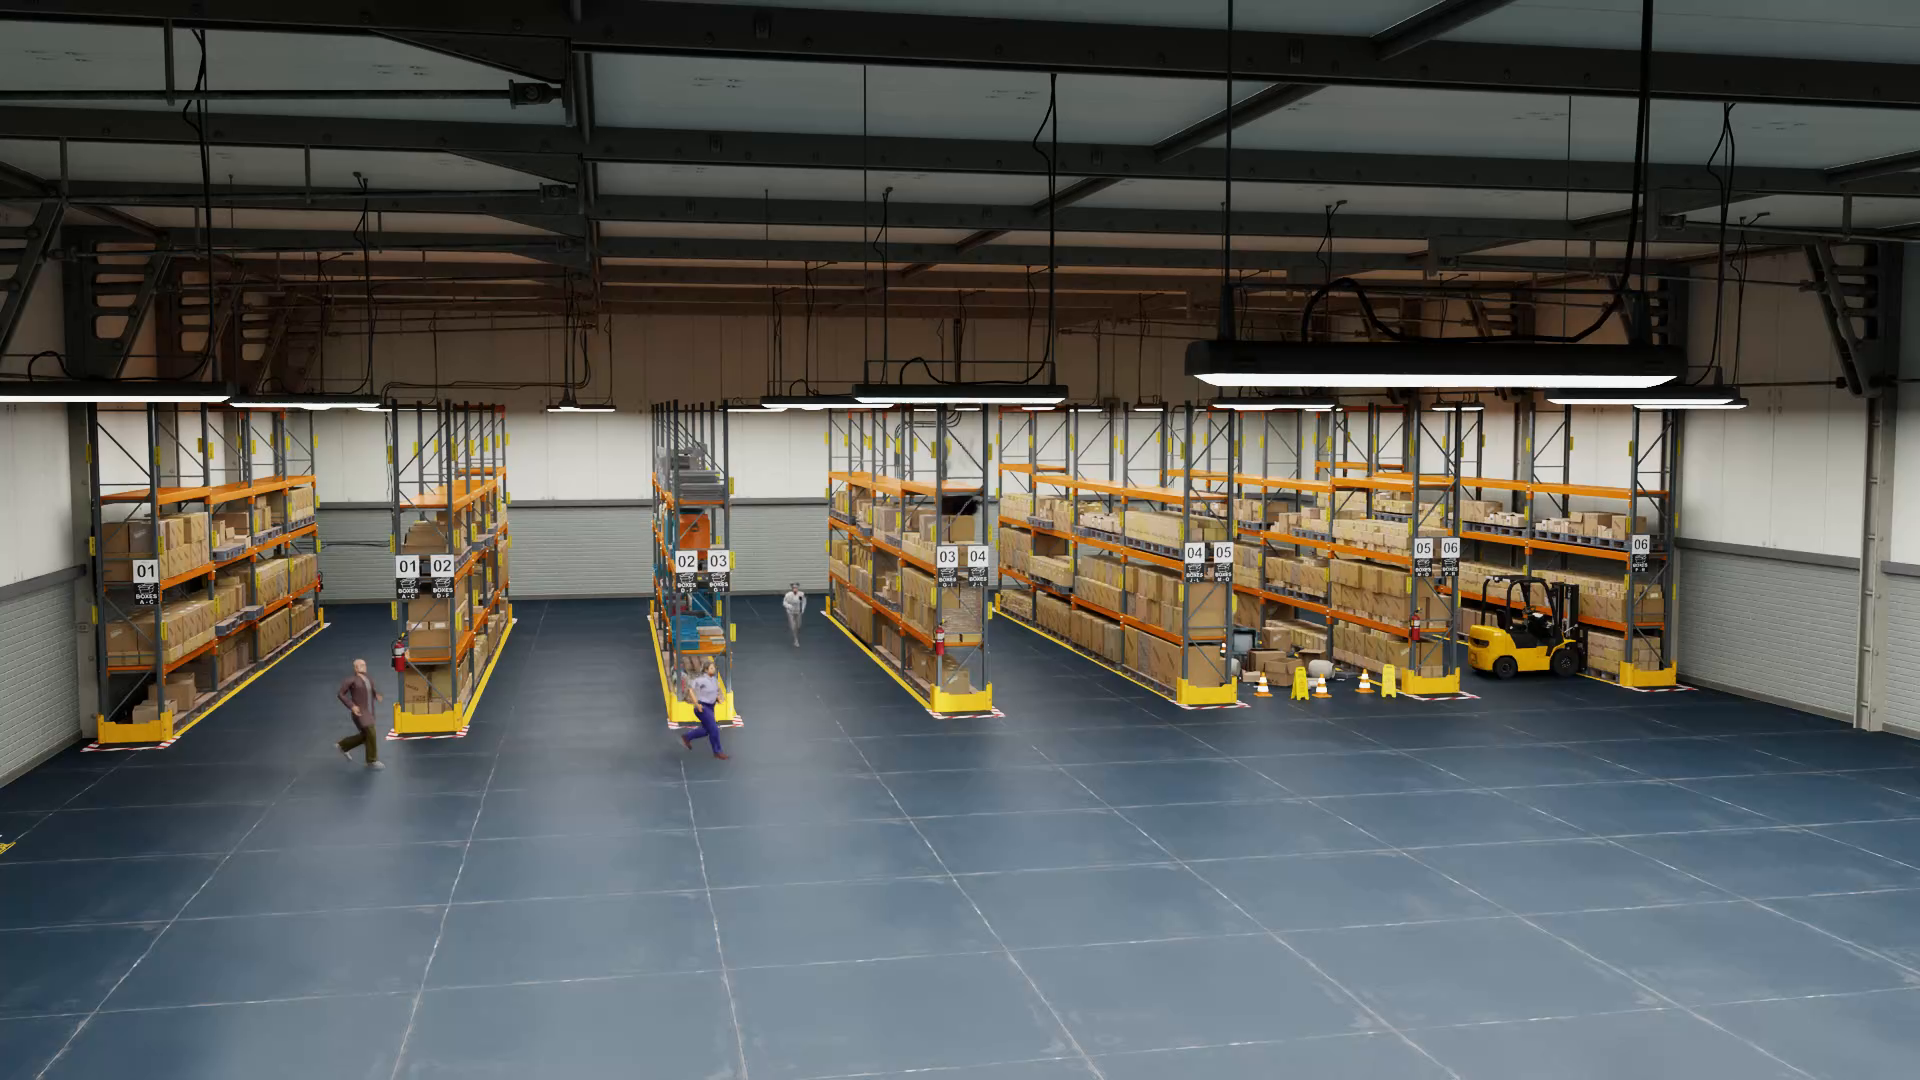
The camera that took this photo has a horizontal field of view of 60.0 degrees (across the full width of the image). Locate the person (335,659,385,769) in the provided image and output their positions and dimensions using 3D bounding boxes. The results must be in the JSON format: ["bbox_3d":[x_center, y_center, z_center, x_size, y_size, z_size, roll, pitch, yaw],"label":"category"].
[{"bbox_3d":[-9.743,2.813,26.995,0.907,1.781,0.701,1,4,13],"label":"person"}]

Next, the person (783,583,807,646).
[{"bbox_3d":[-4.076,1.833,41.141,0.604,1.616,0.672,-1,4,-12],"label":"person"}]

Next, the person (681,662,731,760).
[{"bbox_3d":[-4.247,2.842,27.691,0.862,1.633,0.630,1,4,17],"label":"person"}]
